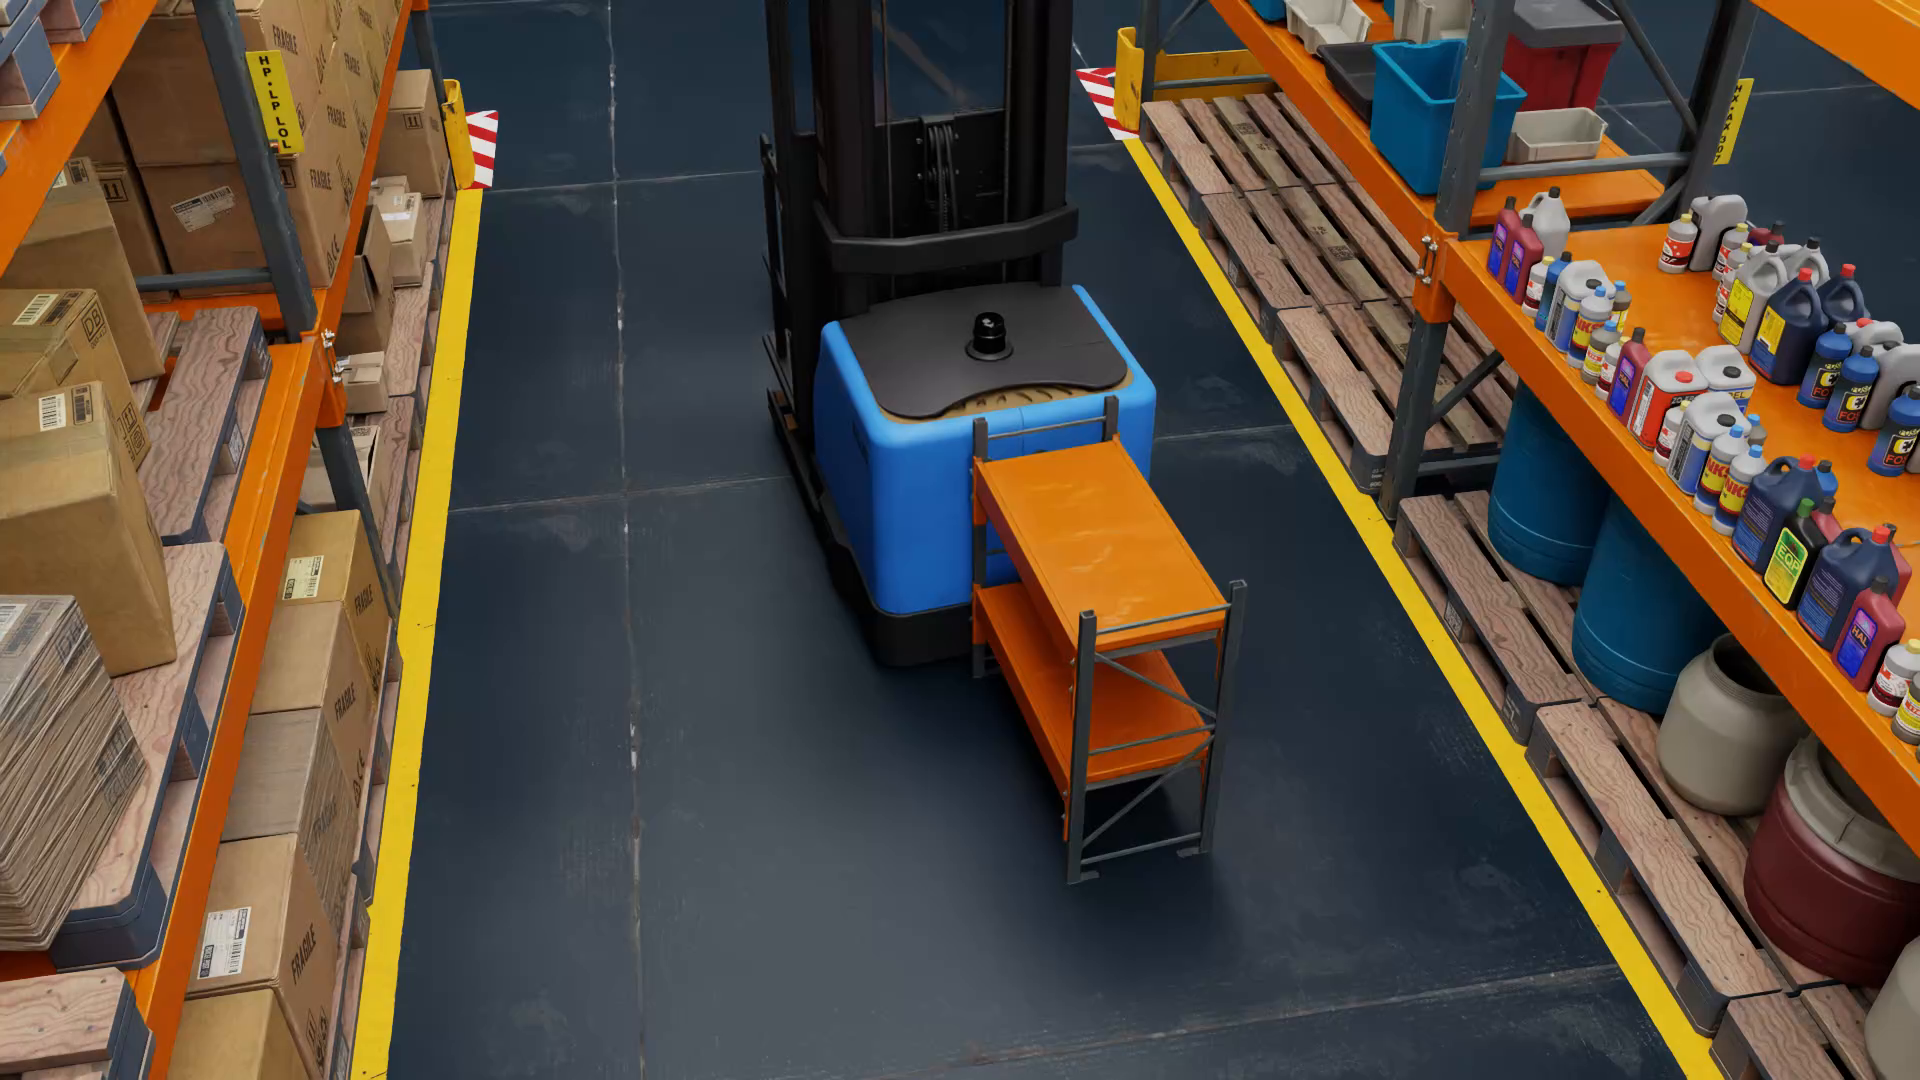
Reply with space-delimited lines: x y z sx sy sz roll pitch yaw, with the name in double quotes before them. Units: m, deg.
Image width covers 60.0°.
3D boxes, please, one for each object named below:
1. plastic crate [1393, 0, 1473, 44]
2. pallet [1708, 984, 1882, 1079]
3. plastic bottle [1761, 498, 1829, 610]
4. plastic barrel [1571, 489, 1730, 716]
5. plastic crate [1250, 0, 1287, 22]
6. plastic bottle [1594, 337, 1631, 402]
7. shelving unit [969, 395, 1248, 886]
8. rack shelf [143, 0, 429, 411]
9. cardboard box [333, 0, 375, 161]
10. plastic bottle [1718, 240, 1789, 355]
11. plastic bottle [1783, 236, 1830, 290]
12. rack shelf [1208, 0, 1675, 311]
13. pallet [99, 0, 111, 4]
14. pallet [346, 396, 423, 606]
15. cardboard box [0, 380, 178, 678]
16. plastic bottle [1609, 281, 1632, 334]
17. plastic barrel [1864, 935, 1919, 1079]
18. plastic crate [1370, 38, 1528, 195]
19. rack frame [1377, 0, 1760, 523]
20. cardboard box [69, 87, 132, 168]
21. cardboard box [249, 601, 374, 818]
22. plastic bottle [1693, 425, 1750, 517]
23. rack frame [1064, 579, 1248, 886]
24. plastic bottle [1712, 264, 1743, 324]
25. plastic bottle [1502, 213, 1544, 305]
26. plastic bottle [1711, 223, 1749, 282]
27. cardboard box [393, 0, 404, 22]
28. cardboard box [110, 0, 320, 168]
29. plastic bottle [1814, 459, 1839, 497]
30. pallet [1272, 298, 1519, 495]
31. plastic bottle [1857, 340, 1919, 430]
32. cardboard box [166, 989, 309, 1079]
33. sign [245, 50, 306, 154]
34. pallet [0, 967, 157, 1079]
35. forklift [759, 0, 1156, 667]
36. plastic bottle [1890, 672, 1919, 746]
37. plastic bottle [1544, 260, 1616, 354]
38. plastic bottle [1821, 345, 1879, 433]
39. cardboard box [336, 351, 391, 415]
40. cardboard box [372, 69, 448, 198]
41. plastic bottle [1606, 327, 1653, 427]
"plastic crate" 2.156 -2.265 7.268 0.437 0.282 0.530 -6 38 -8
"pallet" 2.765 1.700 4.390 1.003 0.211 1.213 -6 38 -8
"plastic bottle" 2.197 0.035 4.355 0.061 0.283 0.133 -6 38 -8
"plastic barrel" 2.446 0.075 5.576 0.600 0.901 0.708 -6 38 -8
"plastic crate" 1.544 -2.558 7.686 0.416 0.233 0.300 -6 38 -8
"plastic bottle" 2.041 -0.535 5.156 0.097 0.201 0.097 0 38 0
"shelving unit" 0.432 0.311 5.432 0.538 1.125 1.048 -10 39 -13
"rack shelf" -2.985 -1.739 7.130 1.077 0.370 4.000 -6 38 -8
"cardboard box" -2.634 -1.803 6.545 0.500 0.500 0.500 -6 38 -8
"plastic bottle" 2.584 -0.791 5.363 0.144 0.351 0.185 -6 38 -8
"plastic bottle" 2.726 -0.806 5.383 0.144 0.351 0.185 -6 38 -8
"rack shelf" 1.892 -2.270 7.813 1.077 0.370 4.000 -6 38 -8
"pallet" -2.589 -1.524 3.975 1.213 0.211 1.003 -6 38 -8
"pallet" -2.754 -0.129 6.744 1.003 0.211 1.213 -6 38 -8
"cardboard box" -2.264 0.040 3.830 0.700 0.500 0.500 -16 41 -19
"plastic bottle" 2.133 -0.750 5.433 0.097 0.201 0.097 0 38 0
"plastic barrel" 2.655 1.262 4.367 0.421 0.512 0.421 0 38 0
"plastic crate" 1.825 -1.609 6.340 0.392 0.384 0.575 -6 38 -8
"rack frame" 2.243 -1.346 6.037 1.000 3.000 0.127 -6 38 -8
"cardboard box" -2.978 -1.527 5.374 0.500 0.500 0.500 -6 38 -8
"cardboard box" -2.187 0.565 5.257 0.500 0.500 0.500 -6 38 -8
"plastic bottle" 2.145 -0.202 4.670 0.097 0.271 0.097 0 38 0
"rack frame" 0.578 0.610 5.048 0.500 1.125 0.032 -10 39 -13
"plastic bottle" 2.575 -0.819 5.521 0.097 0.201 0.097 0 38 0
"plastic bottle" 1.910 -0.952 5.625 0.061 0.283 0.133 -6 38 -8
"plastic bottle" 2.677 -0.997 5.750 0.097 0.201 0.097 0 38 0
"cardboard box" -2.895 -2.717 7.720 0.500 0.500 0.500 -6 38 -8
"cardboard box" -2.440 -1.565 5.422 0.500 0.500 0.500 -5 38 -7
"plastic bottle" 2.321 -0.100 4.539 0.097 0.271 0.097 0 38 0
"pallet" 2.076 -0.685 7.459 1.003 0.211 1.213 -6 38 -8
"plastic bottle" 2.806 -0.487 5.033 0.152 0.276 0.135 -6 38 -8
"cardboard box" -1.912 1.489 4.067 0.500 0.500 0.500 -7 38 -9
"sign" -2.089 -1.334 5.079 0.100 0.325 0.005 -6 38 -8
"pallet" -2.121 1.275 2.821 1.213 0.211 1.003 -6 38 -8
"forklift" -0.220 -1.606 6.428 1.130 2.935 3.031 -10 39 -13
"plastic bottle" 2.308 0.386 3.970 0.097 0.201 0.097 0 38 0
"plastic bottle" 2.013 -0.755 5.378 0.152 0.276 0.135 -6 38 -8
"plastic bottle" 2.687 -0.461 5.003 0.097 0.271 0.097 0 38 0
"cardboard box" -2.657 -0.668 7.116 0.380 0.166 0.250 -6 38 -8
"cardboard box" -2.998 -2.116 8.708 0.500 0.500 0.500 -6 38 -8
"plastic bottle" 2.043 -0.496 5.039 0.061 0.283 0.133 -6 38 -8
